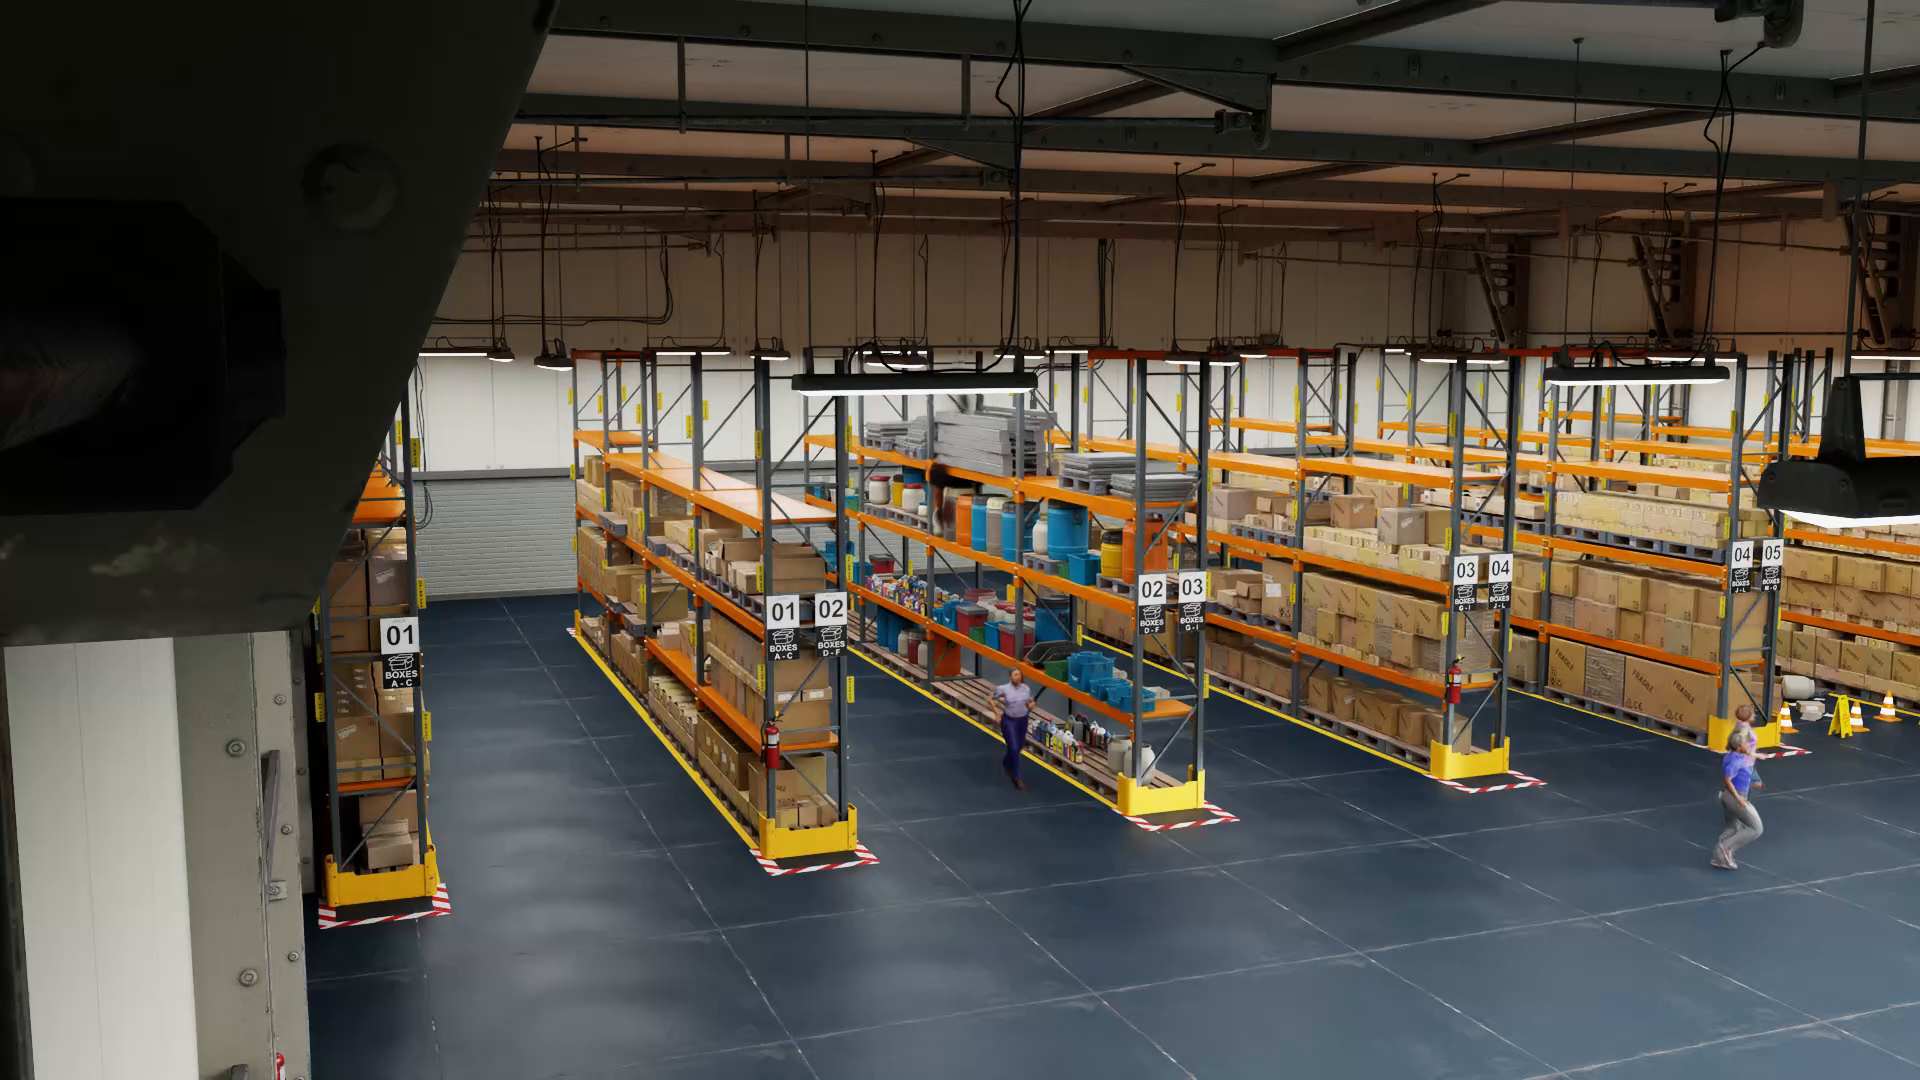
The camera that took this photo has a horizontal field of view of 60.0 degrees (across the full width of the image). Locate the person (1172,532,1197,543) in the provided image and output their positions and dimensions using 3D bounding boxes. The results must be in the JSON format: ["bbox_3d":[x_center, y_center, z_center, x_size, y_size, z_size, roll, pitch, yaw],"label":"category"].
[{"bbox_3d":[5.453,0.351,41.053,0.963,1.747,0.759,-6,9,-40],"label":"person"}]

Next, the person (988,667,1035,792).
[{"bbox_3d":[0.763,2.604,23.362,0.594,1.671,0.895,-4,8,-29],"label":"person"}]

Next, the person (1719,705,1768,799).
[{"bbox_3d":[10.147,2.900,21.525,0.544,1.560,0.537,3,8,21],"label":"person"}]

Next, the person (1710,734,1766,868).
[{"bbox_3d":[9.218,3.097,19.632,0.569,1.603,0.560,1,7,6],"label":"person"}]
